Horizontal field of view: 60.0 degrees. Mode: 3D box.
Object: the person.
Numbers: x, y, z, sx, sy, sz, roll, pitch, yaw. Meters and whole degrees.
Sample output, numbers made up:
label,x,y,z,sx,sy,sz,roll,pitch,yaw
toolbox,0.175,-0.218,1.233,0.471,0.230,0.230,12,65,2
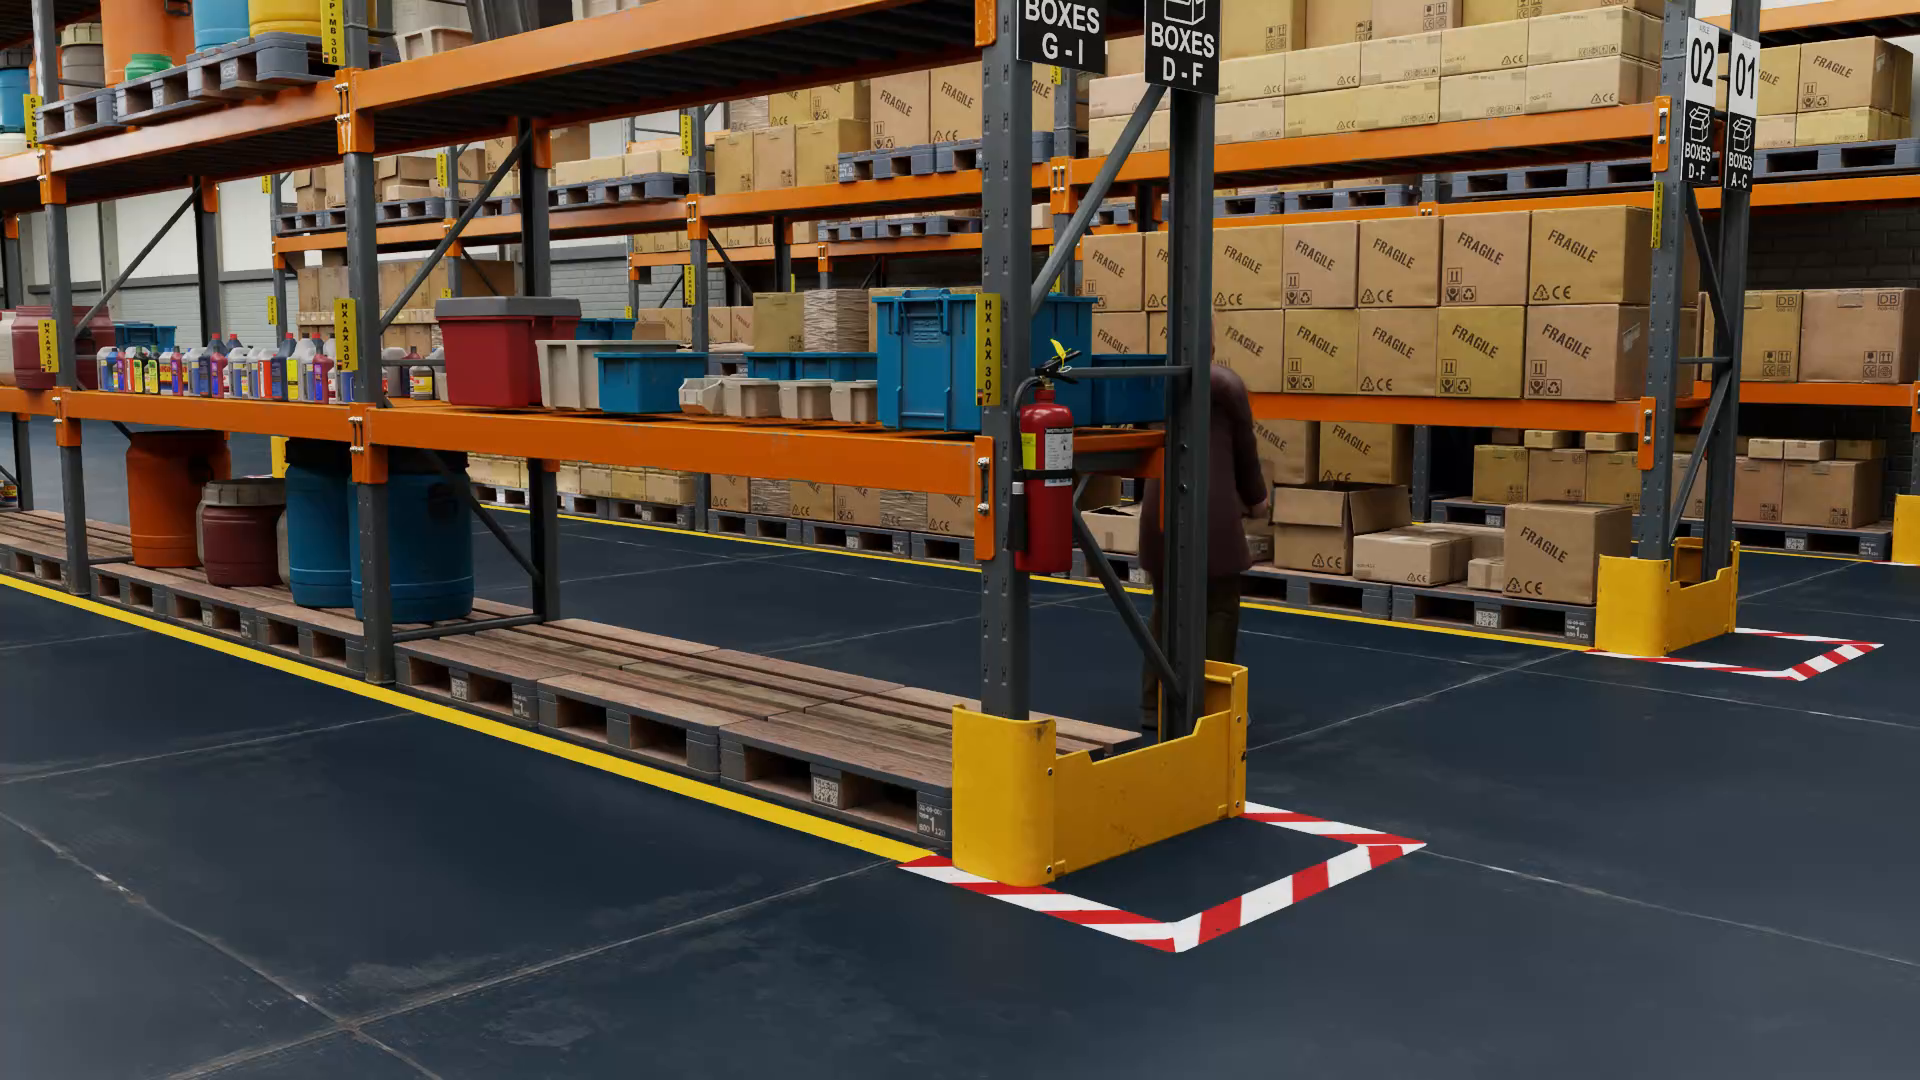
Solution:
label,x,y,z,sx,sy,sz,roll,pitch,yaw
person,1.022,-0.102,6.939,0.529,1.779,0.559,6,9,42
